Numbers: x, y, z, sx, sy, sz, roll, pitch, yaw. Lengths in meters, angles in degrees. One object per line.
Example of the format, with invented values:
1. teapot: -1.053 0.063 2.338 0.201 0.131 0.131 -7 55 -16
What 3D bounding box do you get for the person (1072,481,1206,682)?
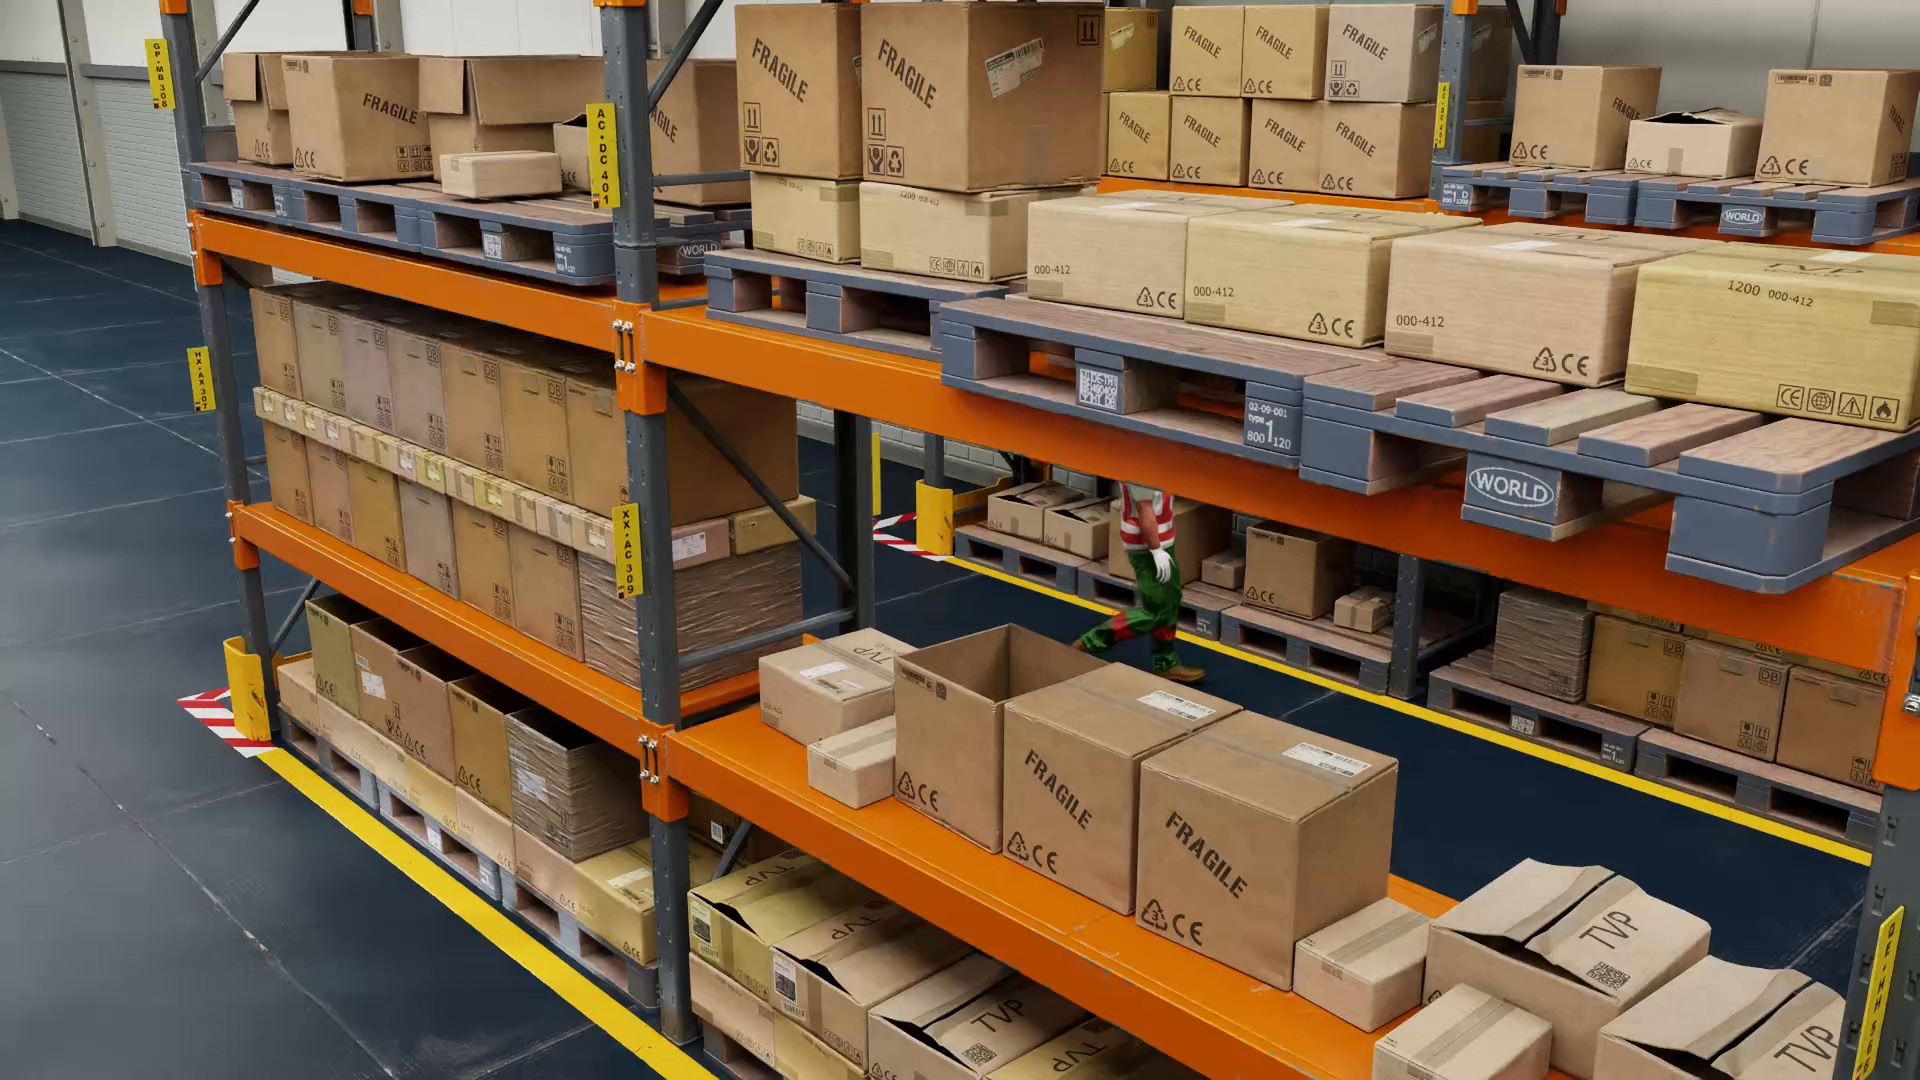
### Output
1. person: 1.044 0.012 9.451 0.780 1.769 0.543 2 17 6
